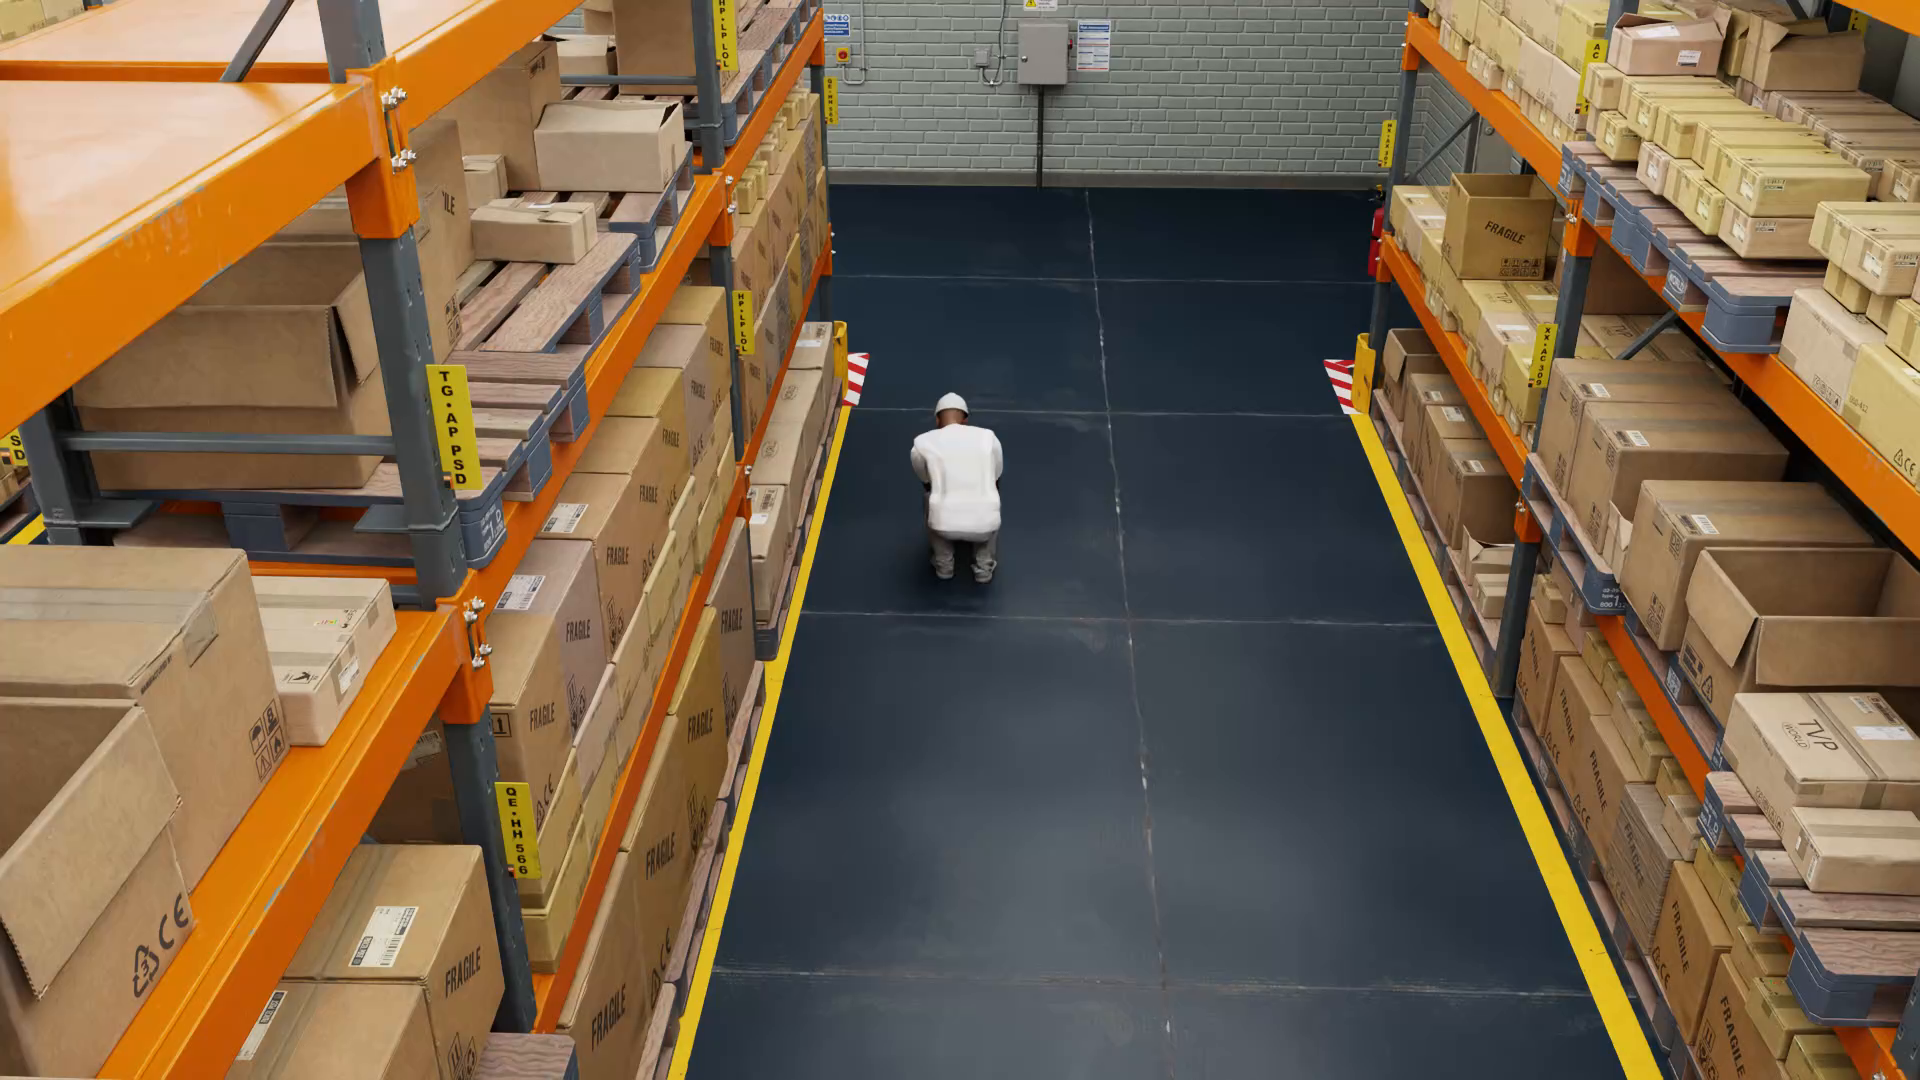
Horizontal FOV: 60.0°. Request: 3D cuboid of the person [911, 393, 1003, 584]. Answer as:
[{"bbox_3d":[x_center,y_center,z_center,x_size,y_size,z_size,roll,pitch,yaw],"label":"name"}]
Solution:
[{"bbox_3d":[-0.019,-0.312,10.009,0.555,1.010,0.893,0,28,0],"label":"person"}]
